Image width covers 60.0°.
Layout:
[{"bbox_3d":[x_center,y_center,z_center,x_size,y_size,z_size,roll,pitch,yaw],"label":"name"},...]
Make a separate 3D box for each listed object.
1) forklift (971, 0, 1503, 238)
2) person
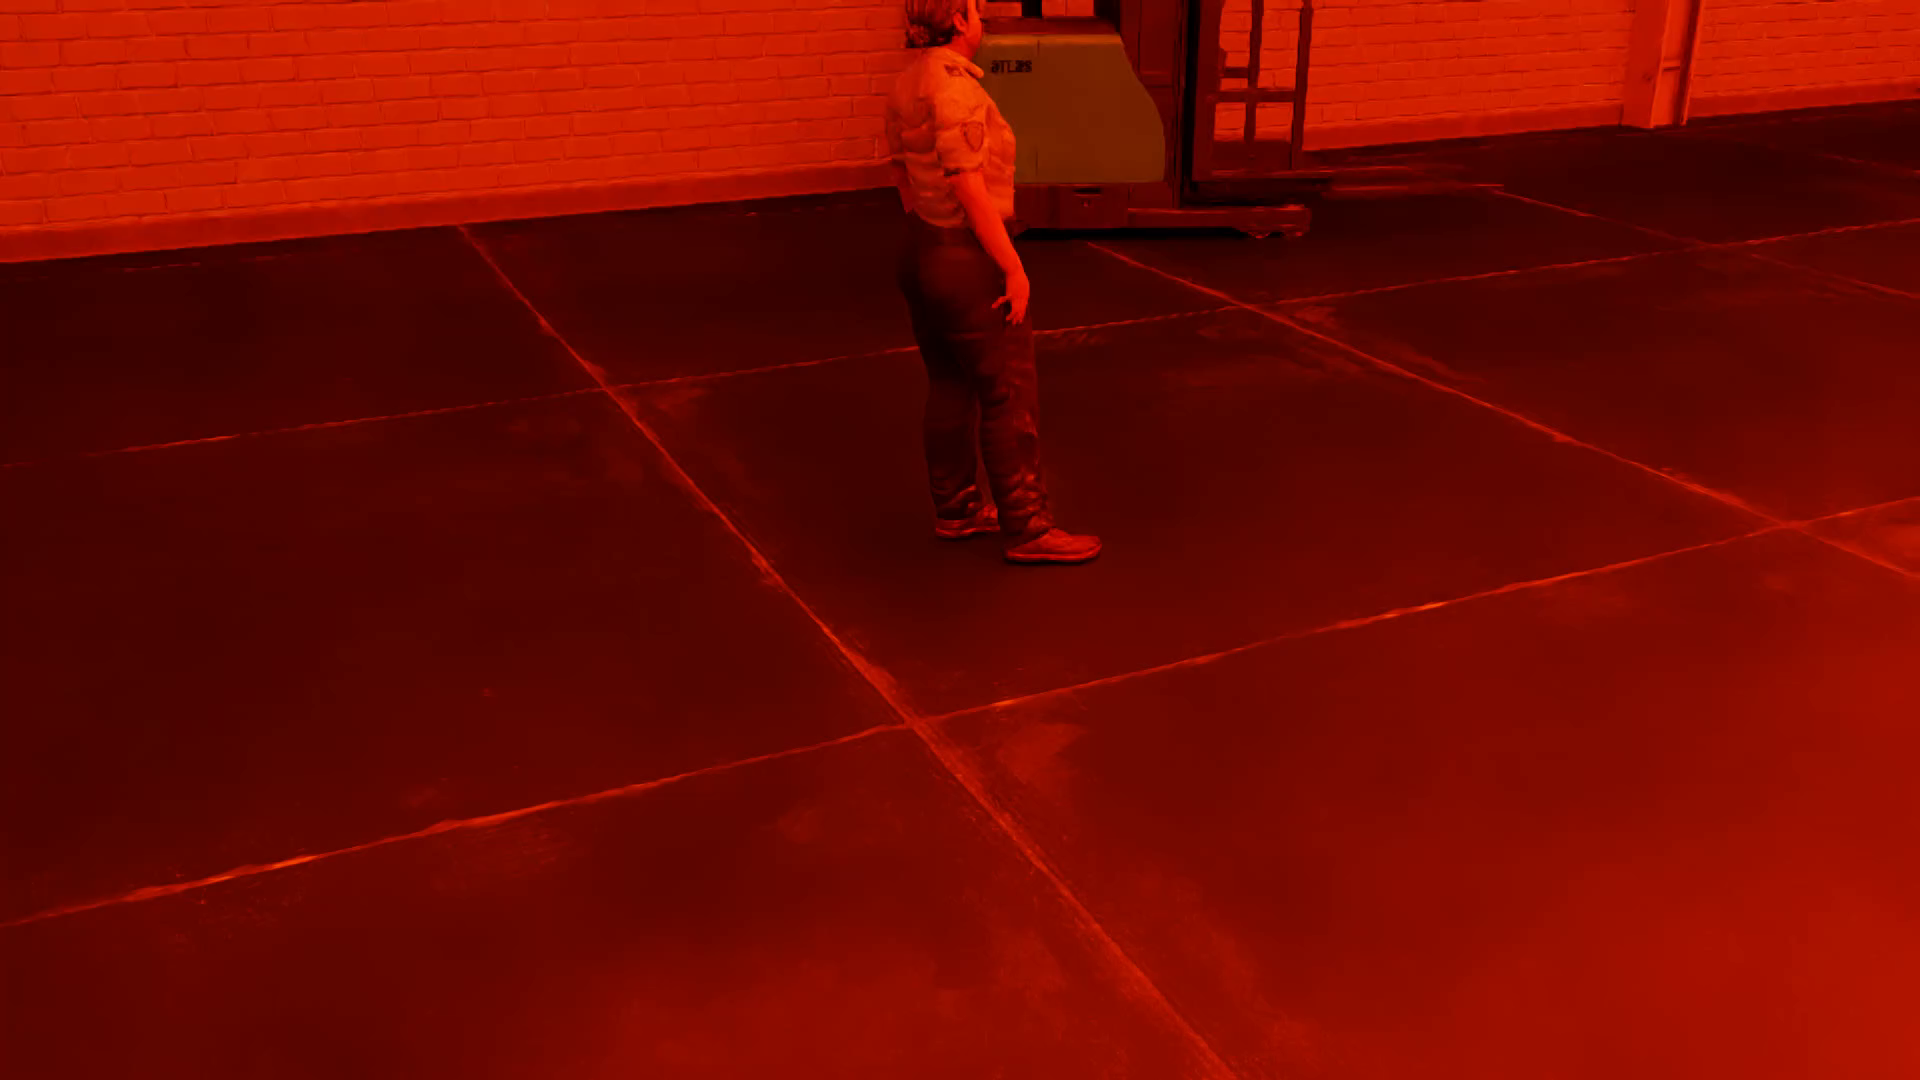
[{"bbox_3d":[1.501,-3.203,8.997,3.031,2.935,1.130,-2,23,-5],"label":"forklift"},{"bbox_3d":[0.091,-0.774,4.804,0.502,1.650,0.599,-10,25,-23],"label":"person"}]
